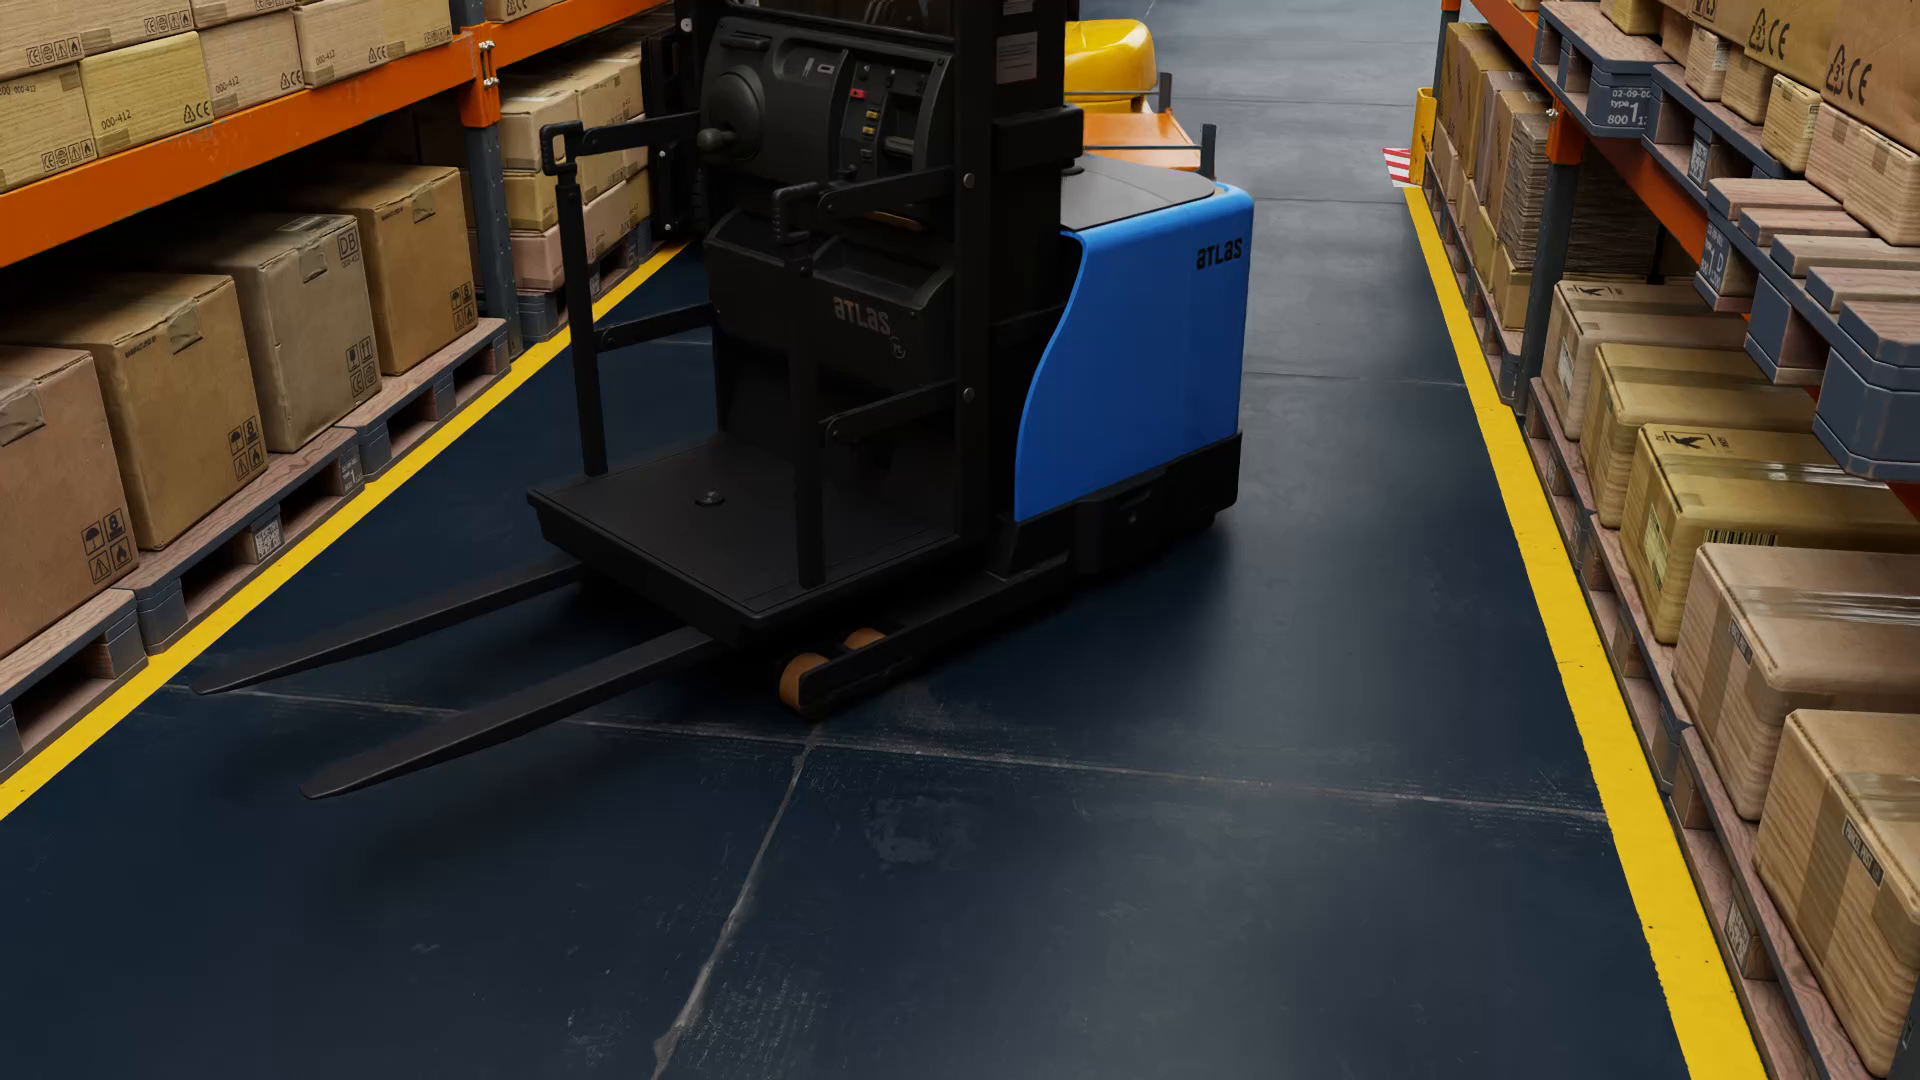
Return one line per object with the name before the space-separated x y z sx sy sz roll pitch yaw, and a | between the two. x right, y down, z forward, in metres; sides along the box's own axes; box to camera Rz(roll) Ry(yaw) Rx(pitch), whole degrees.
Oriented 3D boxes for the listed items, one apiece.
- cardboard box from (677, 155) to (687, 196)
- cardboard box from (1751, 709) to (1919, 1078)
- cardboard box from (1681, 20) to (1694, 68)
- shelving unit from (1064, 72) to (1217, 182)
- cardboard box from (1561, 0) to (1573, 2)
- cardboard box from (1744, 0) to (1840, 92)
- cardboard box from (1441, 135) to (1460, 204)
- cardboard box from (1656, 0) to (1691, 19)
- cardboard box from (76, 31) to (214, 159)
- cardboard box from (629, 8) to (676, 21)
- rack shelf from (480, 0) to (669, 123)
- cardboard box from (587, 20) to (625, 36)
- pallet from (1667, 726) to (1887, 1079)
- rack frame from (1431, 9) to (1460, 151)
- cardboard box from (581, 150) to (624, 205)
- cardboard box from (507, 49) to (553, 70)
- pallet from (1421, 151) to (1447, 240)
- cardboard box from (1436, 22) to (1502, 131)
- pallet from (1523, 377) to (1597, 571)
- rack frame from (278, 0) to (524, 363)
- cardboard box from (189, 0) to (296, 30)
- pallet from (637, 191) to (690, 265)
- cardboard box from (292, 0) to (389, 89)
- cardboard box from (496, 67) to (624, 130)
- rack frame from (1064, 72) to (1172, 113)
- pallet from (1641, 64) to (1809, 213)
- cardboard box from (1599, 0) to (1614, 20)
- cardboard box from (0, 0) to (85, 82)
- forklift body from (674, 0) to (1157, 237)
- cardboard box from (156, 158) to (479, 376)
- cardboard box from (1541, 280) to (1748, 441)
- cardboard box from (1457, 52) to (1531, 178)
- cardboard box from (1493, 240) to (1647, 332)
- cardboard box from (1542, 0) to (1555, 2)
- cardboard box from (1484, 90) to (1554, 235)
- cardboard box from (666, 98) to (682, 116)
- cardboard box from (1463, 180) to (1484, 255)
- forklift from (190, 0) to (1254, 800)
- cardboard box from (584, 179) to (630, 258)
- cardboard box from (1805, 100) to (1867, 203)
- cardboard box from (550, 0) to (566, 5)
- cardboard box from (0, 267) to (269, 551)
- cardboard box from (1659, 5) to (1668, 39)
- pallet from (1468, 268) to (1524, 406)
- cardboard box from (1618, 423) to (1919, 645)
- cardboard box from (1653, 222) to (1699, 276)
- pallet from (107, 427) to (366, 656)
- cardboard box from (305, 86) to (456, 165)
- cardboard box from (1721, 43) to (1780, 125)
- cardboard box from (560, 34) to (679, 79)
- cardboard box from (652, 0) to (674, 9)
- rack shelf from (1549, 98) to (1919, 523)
cardboard box | -1.669 -1.909 8.539 0.500 0.250 0.500 5 26 10
cardboard box | 2.032 0.635 2.959 0.950 0.372 0.625 2 25 5
cardboard box | 2.036 -1.234 4.148 0.380 0.149 0.250 4 25 9
shelving unit | 0.591 -1.099 6.270 0.538 1.125 1.048 -1 25 -2
cardboard box | 2.411 -2.185 5.912 0.500 0.500 0.500 3 25 7
cardboard box | 1.885 -1.137 3.177 0.500 0.500 0.500 2 25 5
cardboard box | 2.742 -1.889 8.495 0.500 0.250 0.500 5 26 10
cardboard box | 2.049 -1.581 4.125 0.500 0.500 0.500 4 25 8
cardboard box | -2.403 -1.215 4.485 0.500 0.250 0.500 5 26 10
cardboard box | -1.505 -2.787 9.235 0.500 0.250 0.500 4 25 9
rack shelf | -1.987 -2.655 8.233 1.077 0.370 4.000 4 25 9
cardboard box | -2.096 -2.610 8.856 0.500 0.250 0.500 4 25 8
pallet | 2.059 0.807 3.277 1.003 0.211 1.213 4 25 9
rack frame | 3.237 -3.475 9.136 1.000 3.000 0.127 4 25 9
cardboard box | -1.850 -1.708 7.518 0.500 0.250 0.500 4 25 8
cardboard box | -2.260 -2.185 7.949 0.500 0.250 0.500 4 25 9
pallet | 3.057 -1.843 8.939 1.003 0.211 1.213 4 25 9
cardboard box | 2.829 -2.431 8.770 0.500 0.500 0.500 3 25 7
pallet | 2.458 -0.214 5.457 1.003 0.211 1.213 4 25 9
rack frame | -2.314 -2.145 6.293 1.000 3.000 0.127 4 25 9
cardboard box | -2.308 -1.651 4.826 0.500 0.250 0.500 5 25 10
pallet | -1.946 -1.723 8.682 1.003 0.211 1.213 4 25 9
cardboard box | -2.215 -1.637 5.386 0.500 0.250 0.500 4 25 8
cardboard box | -1.832 -1.936 7.416 0.500 0.250 0.500 4 25 9
rack frame | 0.576 -1.315 6.730 0.500 1.125 0.032 -1 25 -2
pallet | 2.213 -0.873 3.803 1.003 0.211 1.213 4 25 9
cardboard box | 2.182 -1.669 5.079 0.380 0.149 0.250 4 25 9
cardboard box | -2.468 -1.226 3.918 0.500 0.250 0.500 3 25 7
forklift body | -0.170 -2.514 8.083 2.313 2.155 1.214 4 25 9
cardboard box | -2.388 -1.040 6.240 0.875 0.625 0.625 5 26 11
cardboard box | 2.500 -0.583 5.561 0.950 0.372 0.625 4 25 9
cardboard box | 2.658 -2.003 7.855 0.500 0.500 0.500 5 25 10
cardboard box | 2.415 -1.013 6.624 0.500 0.250 0.500 5 26 11
cardboard box | 2.369 -1.949 6.171 0.380 0.149 0.250 5 25 10
cardboard box | 2.497 -1.566 6.920 0.500 0.500 0.500 4 25 9
cardboard box | -1.673 -2.128 8.417 0.500 0.250 0.500 4 25 8
cardboard box | 2.580 -1.449 7.555 0.500 0.250 0.500 4 25 9
forklift | -0.520 -1.118 4.181 3.031 2.935 1.130 -22 33 -39
cardboard box | -1.840 -1.482 7.627 0.500 0.250 0.500 3 25 7
cardboard box | 1.770 -0.689 2.986 0.380 0.149 0.250 3 25 6
cardboard box | -1.915 -2.576 7.098 0.500 0.500 0.500 4 25 9
cardboard box | -2.643 -0.402 4.876 0.875 0.625 0.625 3 25 6
cardboard box | 2.161 -1.442 4.593 0.380 0.149 0.250 6 26 12
pallet | 2.659 -0.823 6.758 1.003 0.211 1.213 4 25 9
cardboard box | 2.274 0.009 4.297 0.950 0.372 0.625 5 26 10
cardboard box | 2.946 -1.315 6.384 0.500 0.500 0.500 5 26 11
pallet | -2.593 -0.059 5.127 1.003 0.211 1.213 4 25 9
cardboard box | -2.424 -1.762 7.044 0.500 0.250 0.500 5 25 10
cardboard box | 1.927 -1.013 3.676 0.380 0.149 0.250 3 25 7
cardboard box | -1.668 -2.364 8.331 0.500 0.250 0.500 4 25 7
cardboard box | -1.925 -3.027 9.748 0.500 0.250 0.500 4 25 8
rack shelf | 2.257 -0.640 3.927 1.077 0.370 4.000 4 25 9
